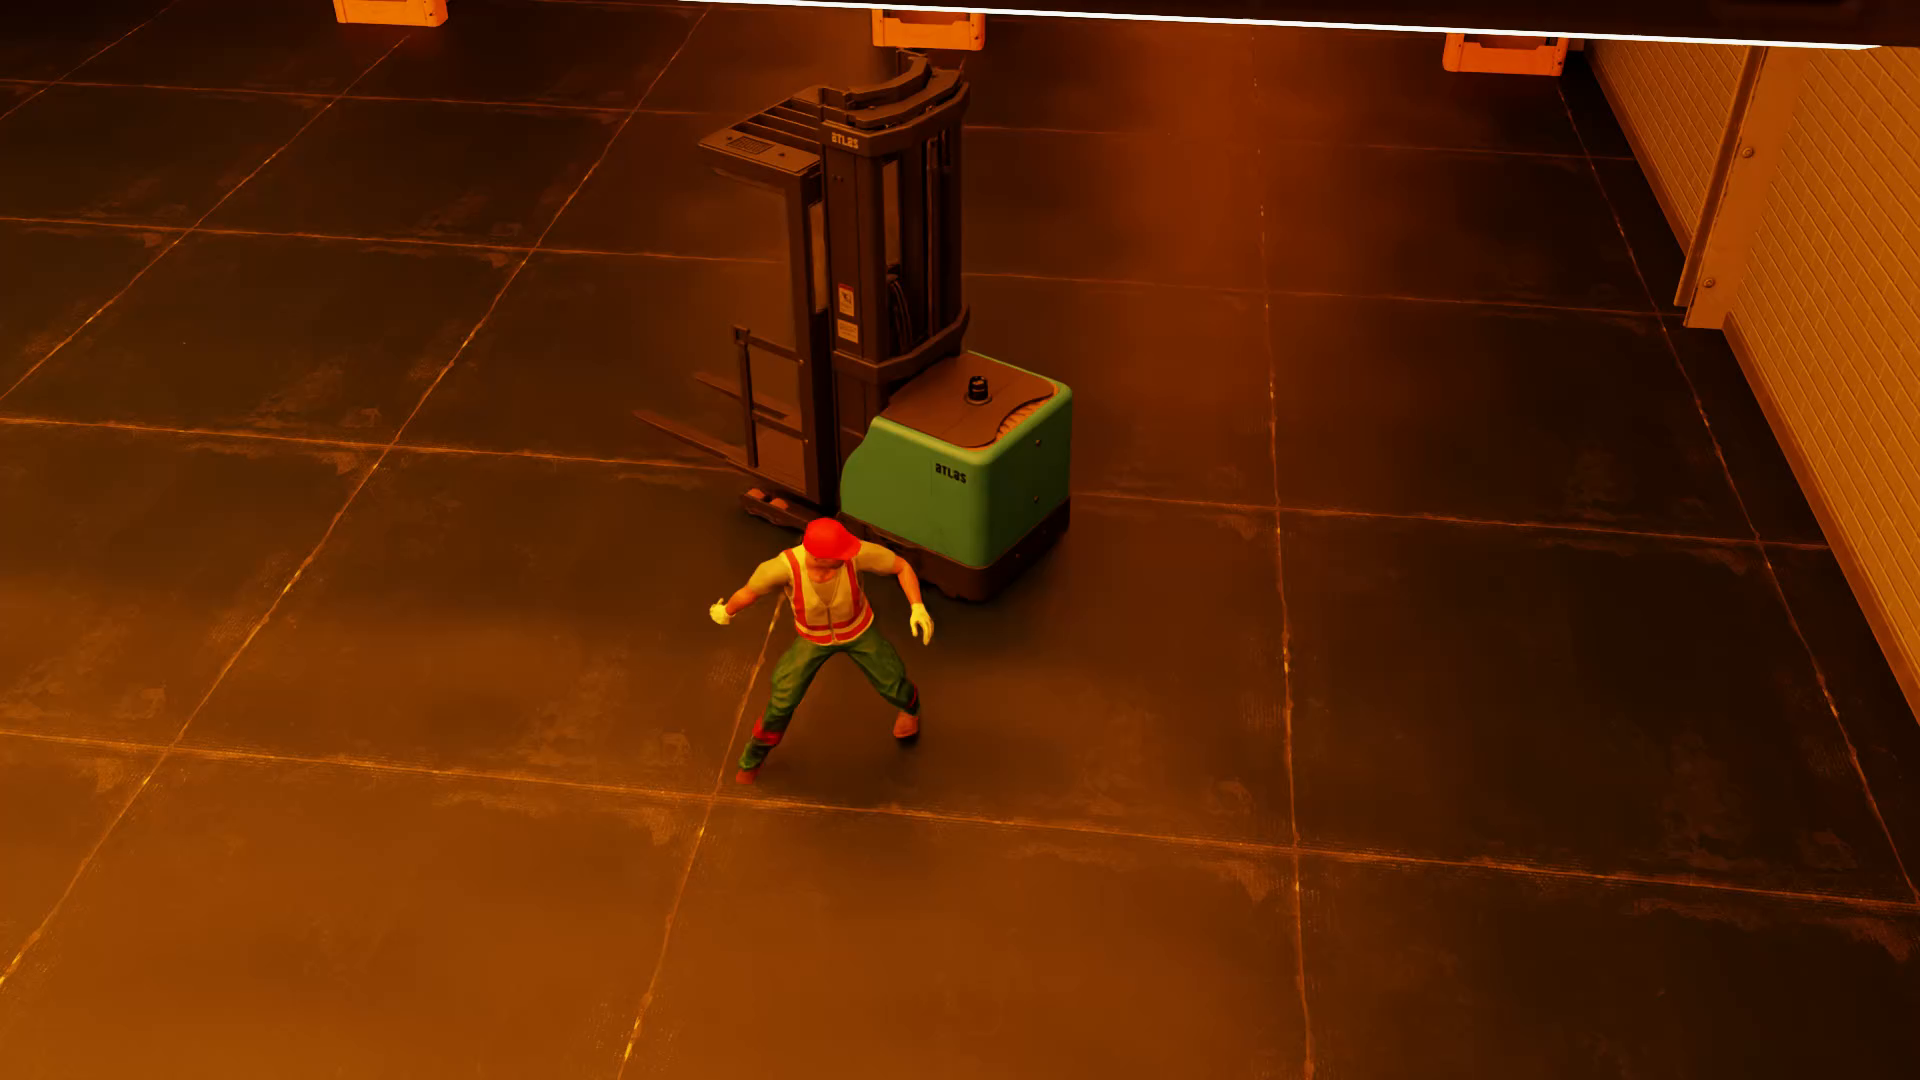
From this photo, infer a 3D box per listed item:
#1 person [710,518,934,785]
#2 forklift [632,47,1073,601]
[{"bbox_3d":[-0.710,0.535,8.512,1.128,1.732,0.579,-4,37,-5],"label":"person"},{"bbox_3d":[-0.805,-1.507,10.075,3.031,2.935,1.130,23,42,28],"label":"forklift"}]
